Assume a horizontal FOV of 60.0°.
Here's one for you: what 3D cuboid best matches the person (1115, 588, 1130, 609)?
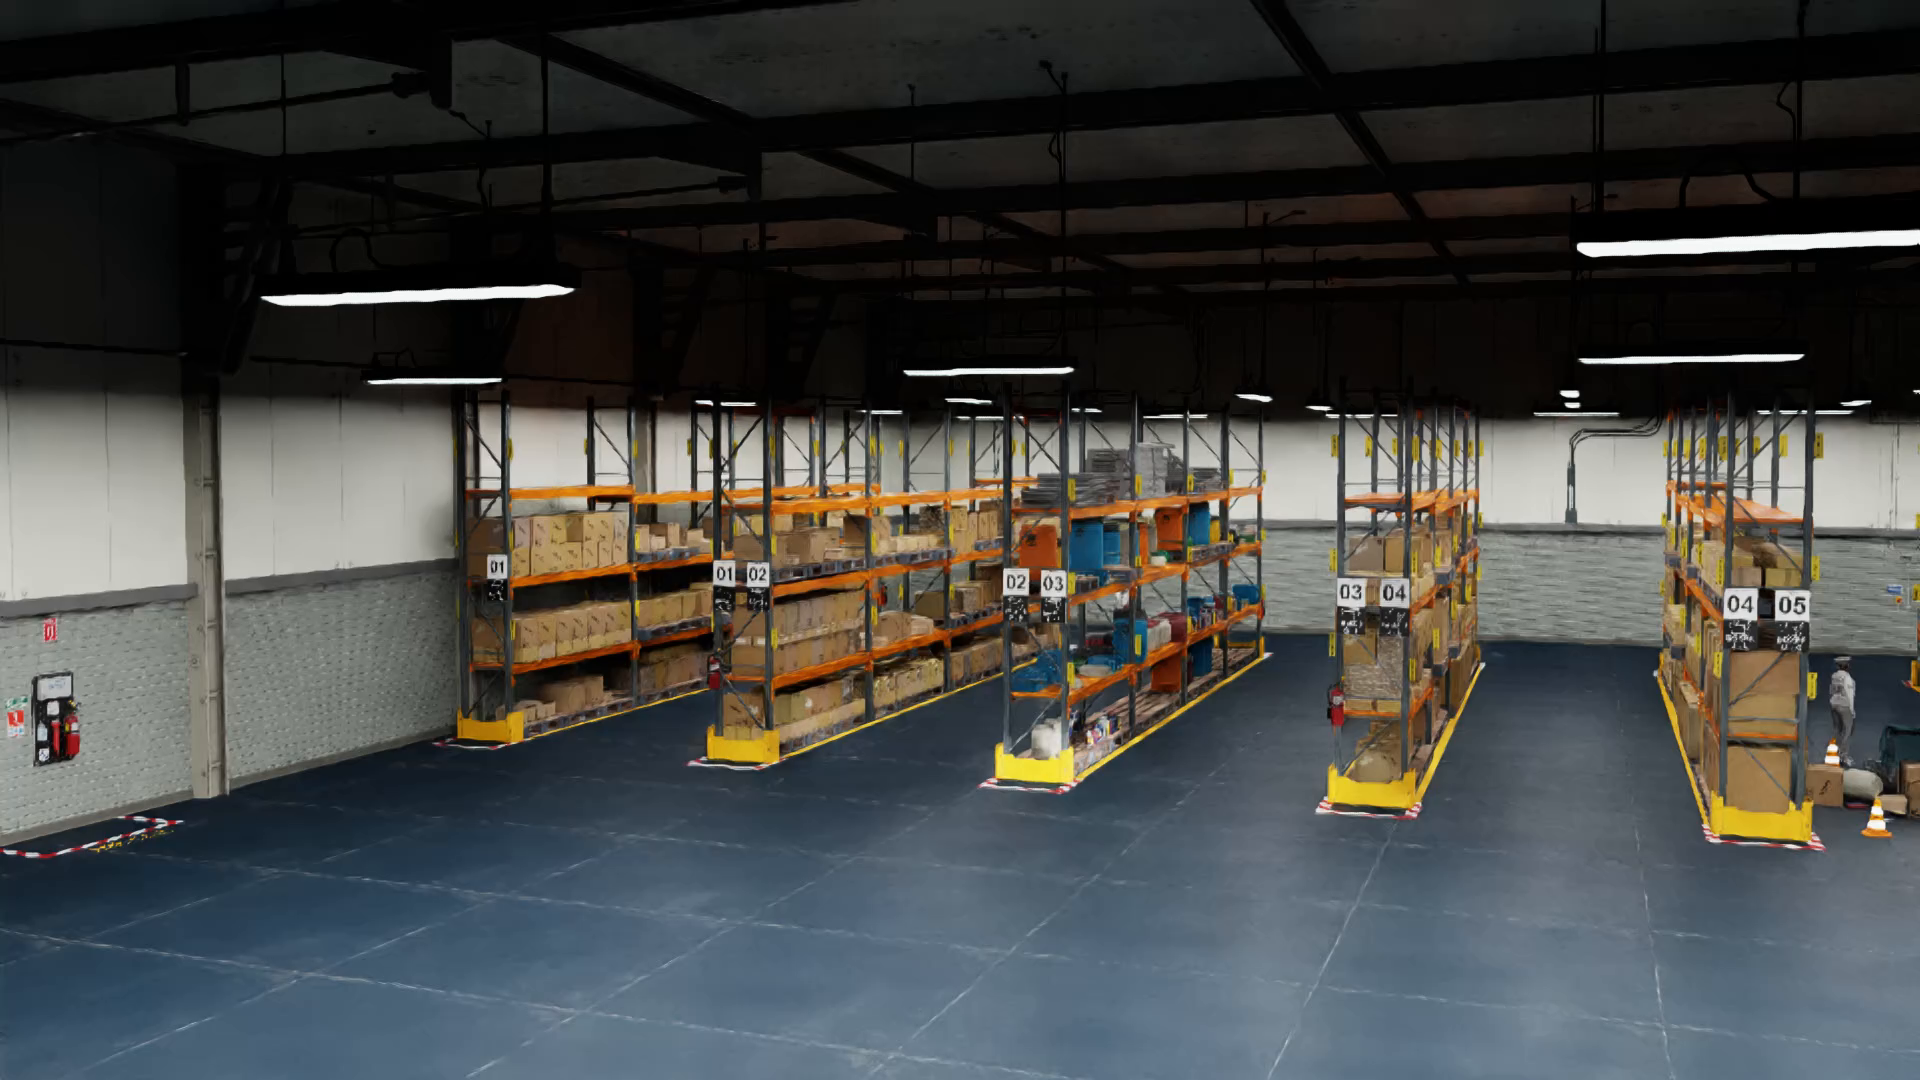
[{"bbox_3d":[4.178,1.798,42.099,0.555,1.672,0.955,1,3,20],"label":"person"}]

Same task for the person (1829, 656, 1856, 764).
[{"bbox_3d":[14.133,2.721,26.605,0.361,1.728,0.538,0,3,-6],"label":"person"}]

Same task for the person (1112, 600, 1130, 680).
[{"bbox_3d":[3.657,2.146,36.174,0.703,1.722,0.835,2,3,26],"label":"person"}]
